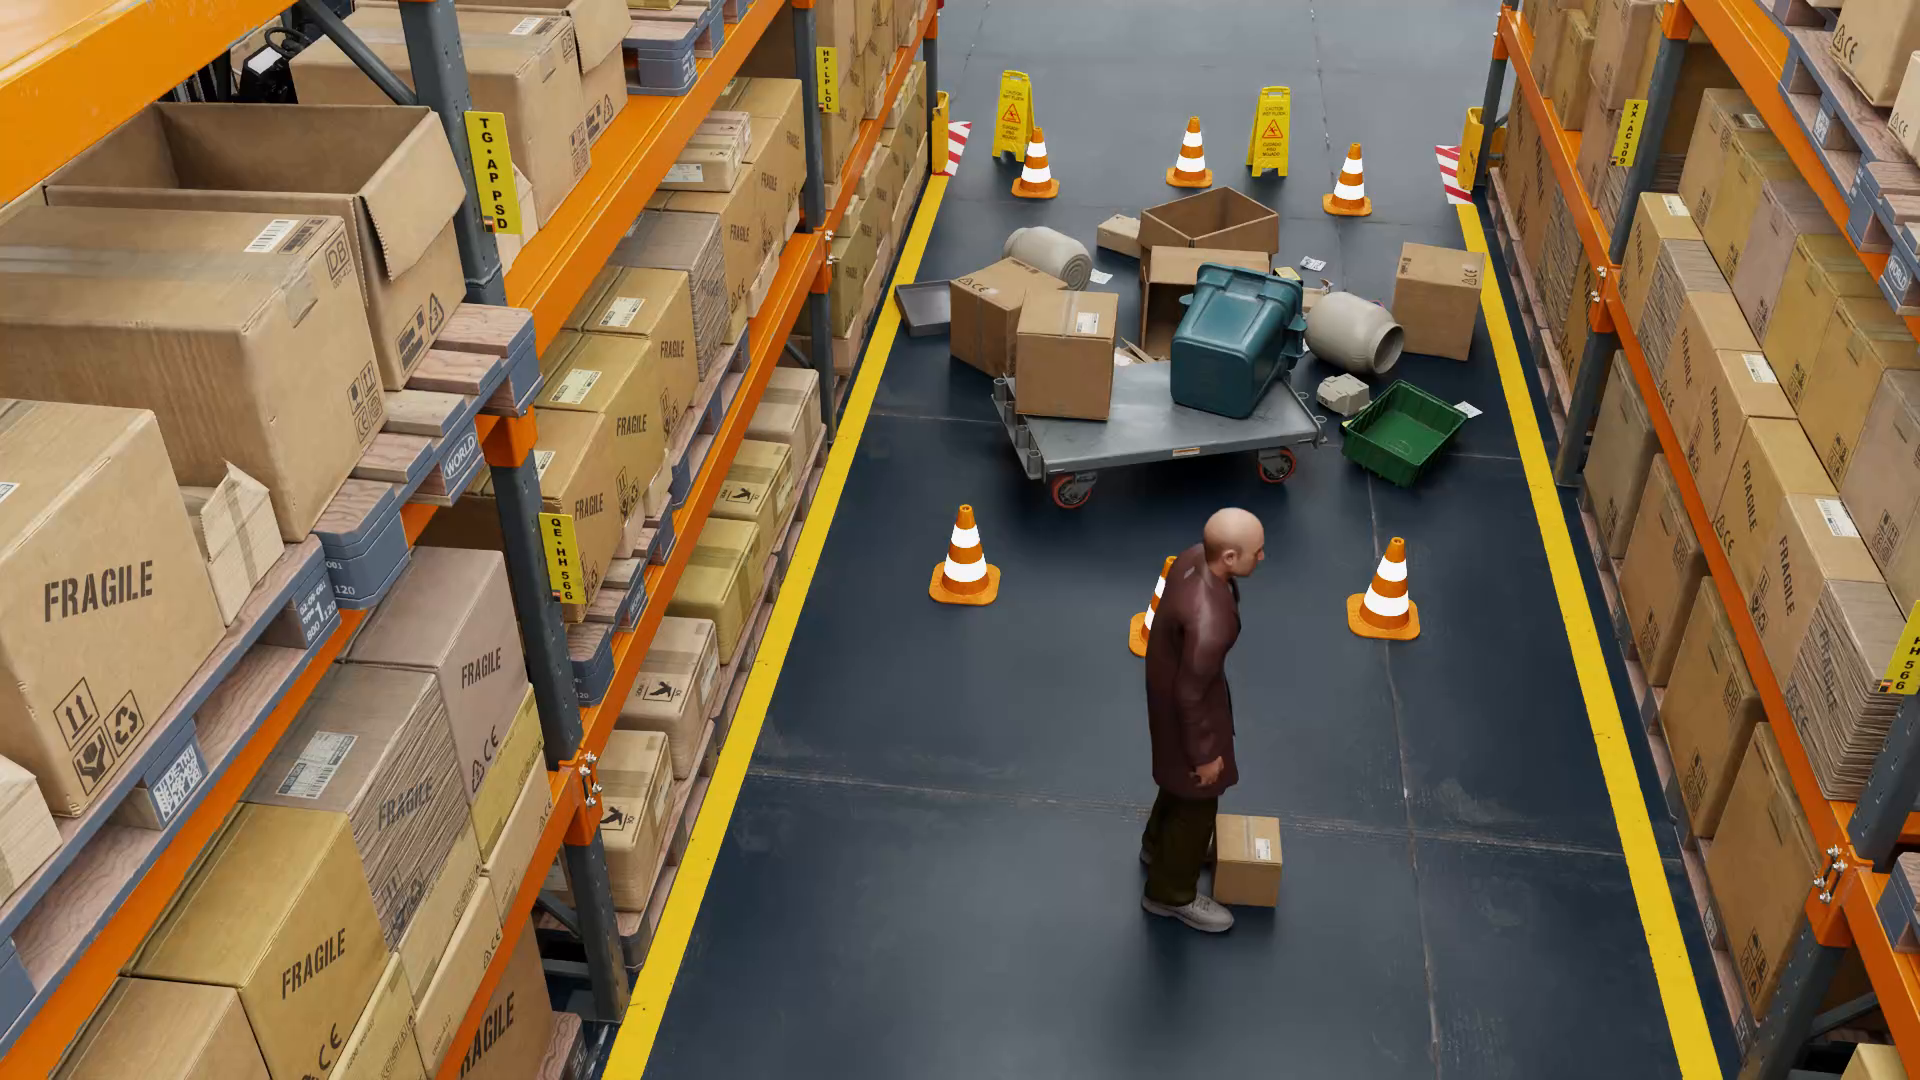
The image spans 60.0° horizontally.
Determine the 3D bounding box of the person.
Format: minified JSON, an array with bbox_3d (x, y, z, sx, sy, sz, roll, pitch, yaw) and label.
[{"bbox_3d":[0.885,0.634,6.171,0.419,1.774,0.645,4,36,6],"label":"person"}]
